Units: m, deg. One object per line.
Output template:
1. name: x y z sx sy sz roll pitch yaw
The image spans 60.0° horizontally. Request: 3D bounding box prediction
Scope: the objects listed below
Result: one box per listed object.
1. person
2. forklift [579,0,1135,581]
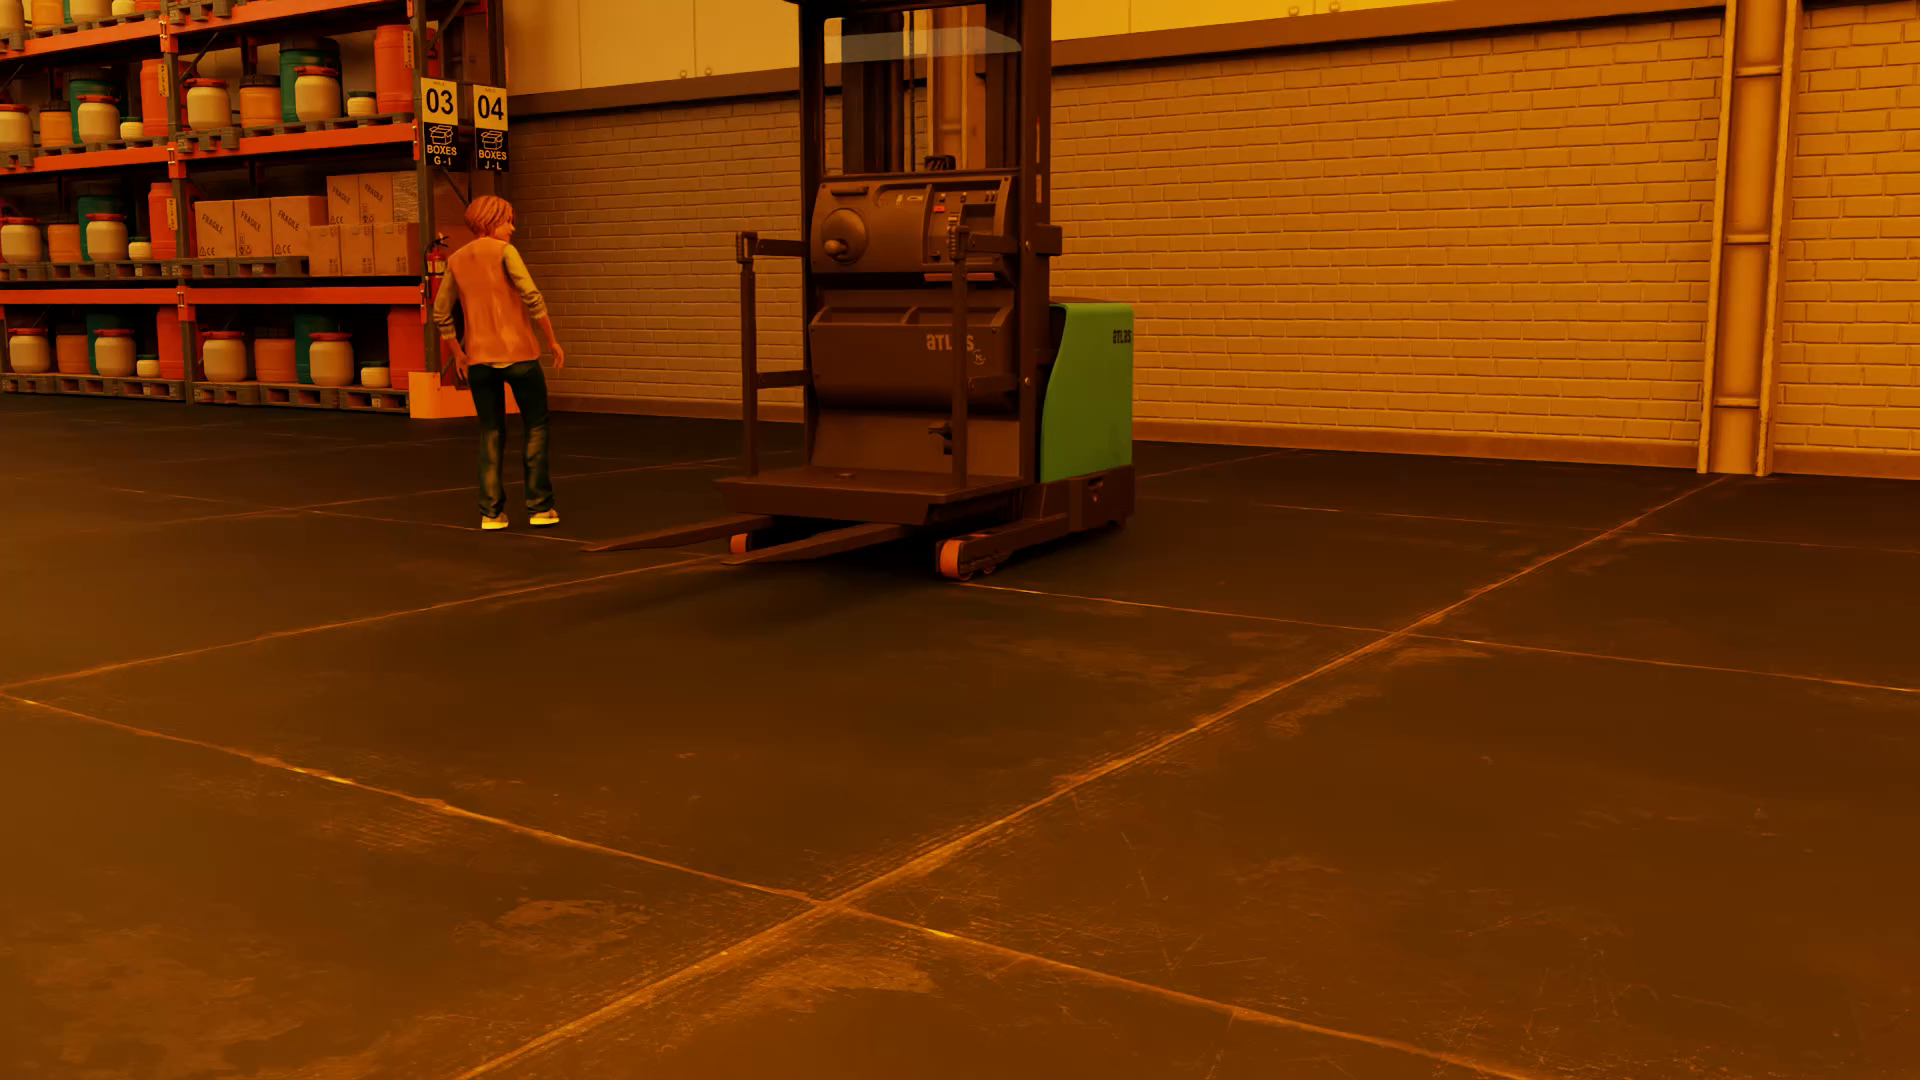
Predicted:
1. person: -2.183 -0.842 7.944 0.624 1.578 0.453 1 8 10
2. forklift: -0.310 -1.362 6.771 1.130 2.935 3.031 4 9 28
